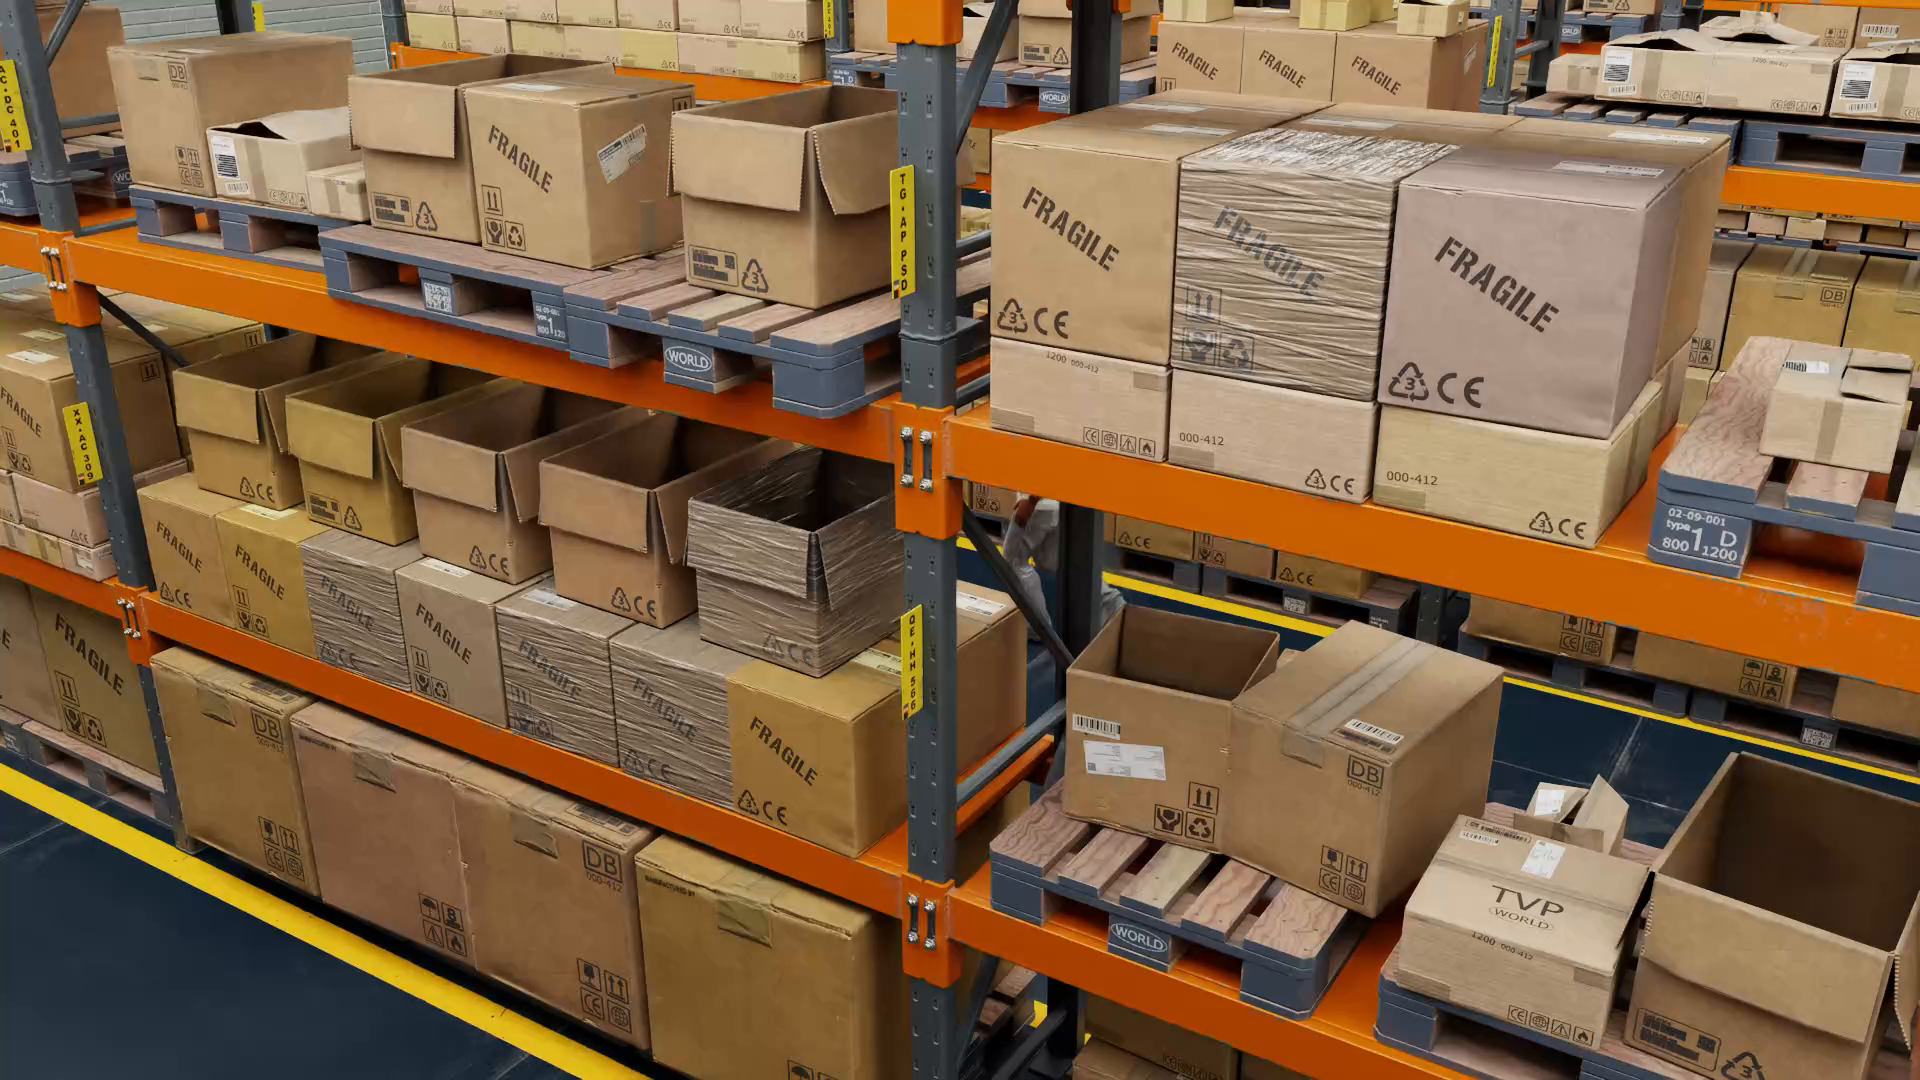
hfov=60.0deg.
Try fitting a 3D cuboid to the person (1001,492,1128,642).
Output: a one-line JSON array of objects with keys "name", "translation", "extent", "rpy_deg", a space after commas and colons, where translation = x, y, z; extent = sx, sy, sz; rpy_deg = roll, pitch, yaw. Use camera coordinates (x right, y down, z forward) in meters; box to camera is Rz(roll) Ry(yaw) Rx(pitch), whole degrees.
[{"name": "person", "translation": [0.548, -0.215, 9.105], "extent": [0.766, 1.730, 0.729], "rpy_deg": [10, 25, 22]}]
